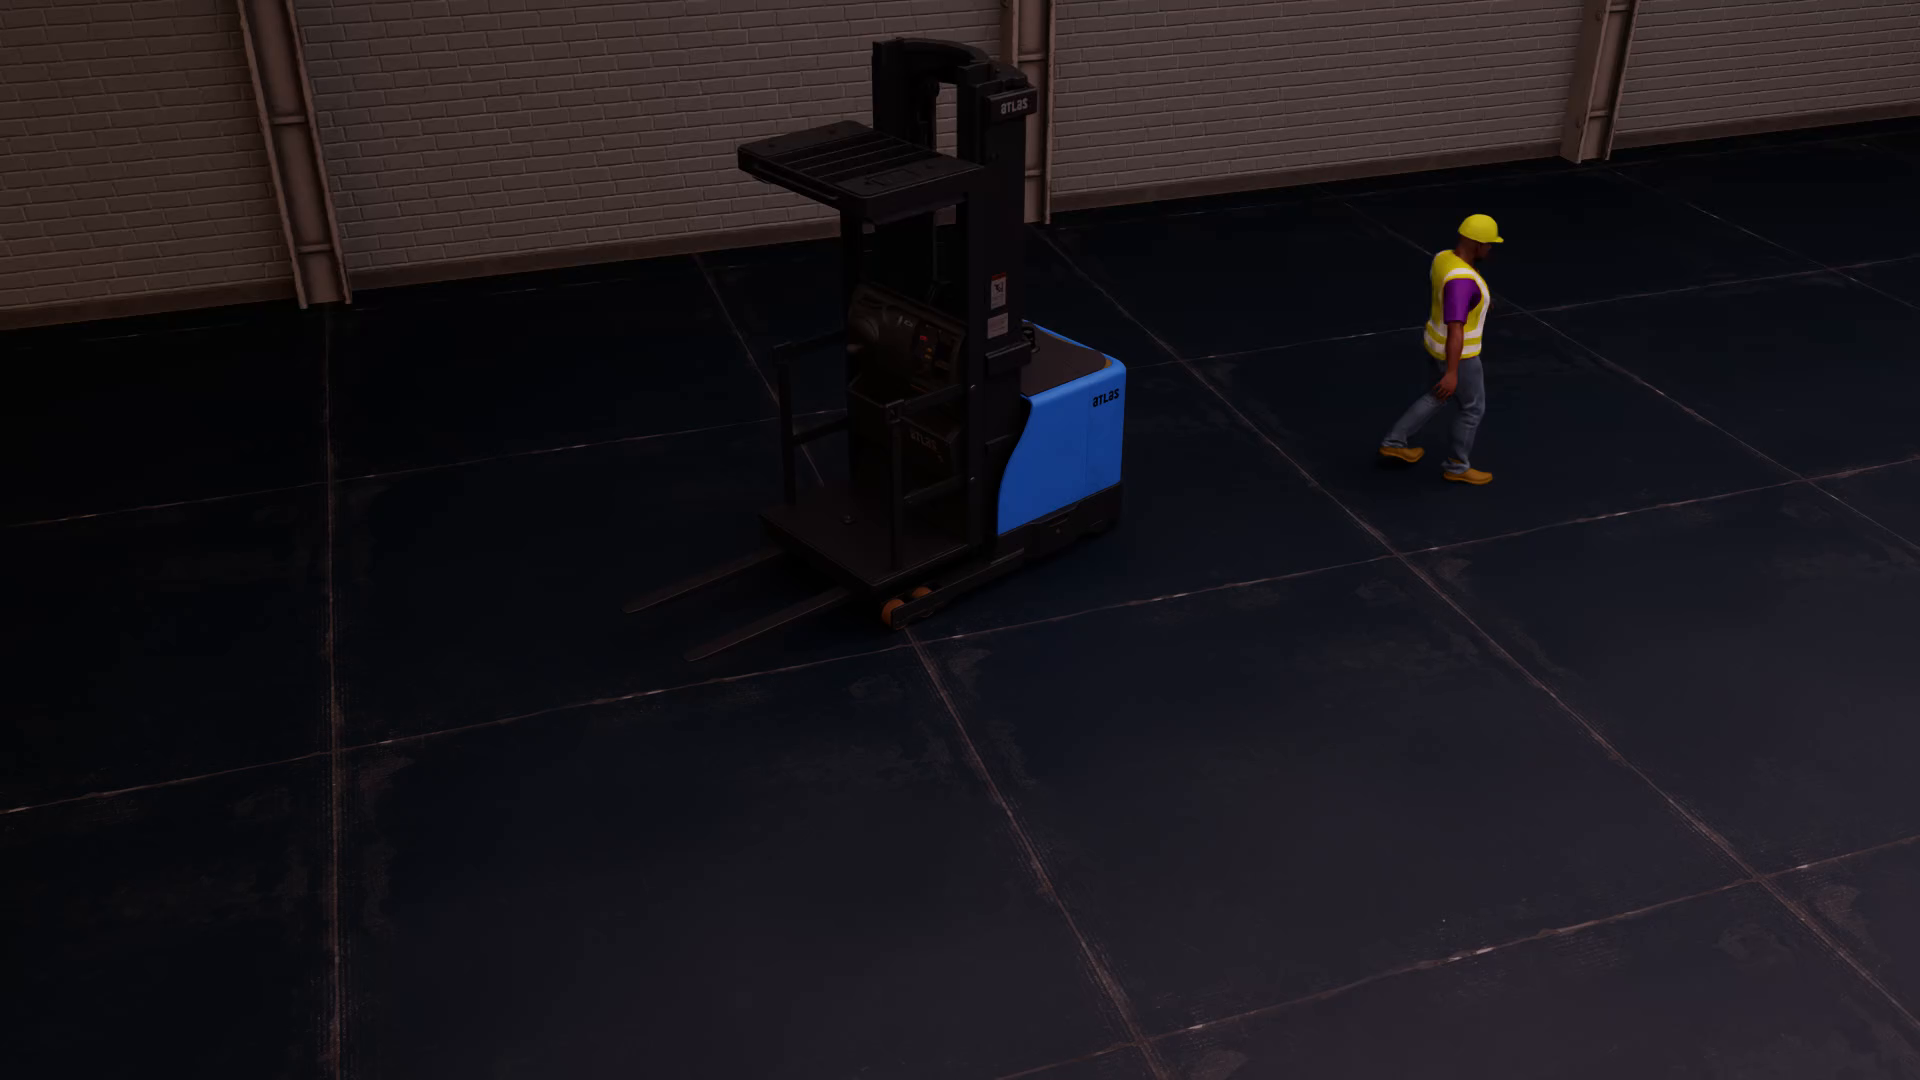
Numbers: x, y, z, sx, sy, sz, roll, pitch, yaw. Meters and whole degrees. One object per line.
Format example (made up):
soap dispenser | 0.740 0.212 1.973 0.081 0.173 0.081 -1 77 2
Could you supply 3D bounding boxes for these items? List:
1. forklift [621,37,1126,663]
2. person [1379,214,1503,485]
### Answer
forklift | -0.461 -1.072 8.951 3.031 2.935 1.130 -23 37 -34
person | 3.092 -1.183 10.335 0.731 1.743 0.968 -1 30 -2
